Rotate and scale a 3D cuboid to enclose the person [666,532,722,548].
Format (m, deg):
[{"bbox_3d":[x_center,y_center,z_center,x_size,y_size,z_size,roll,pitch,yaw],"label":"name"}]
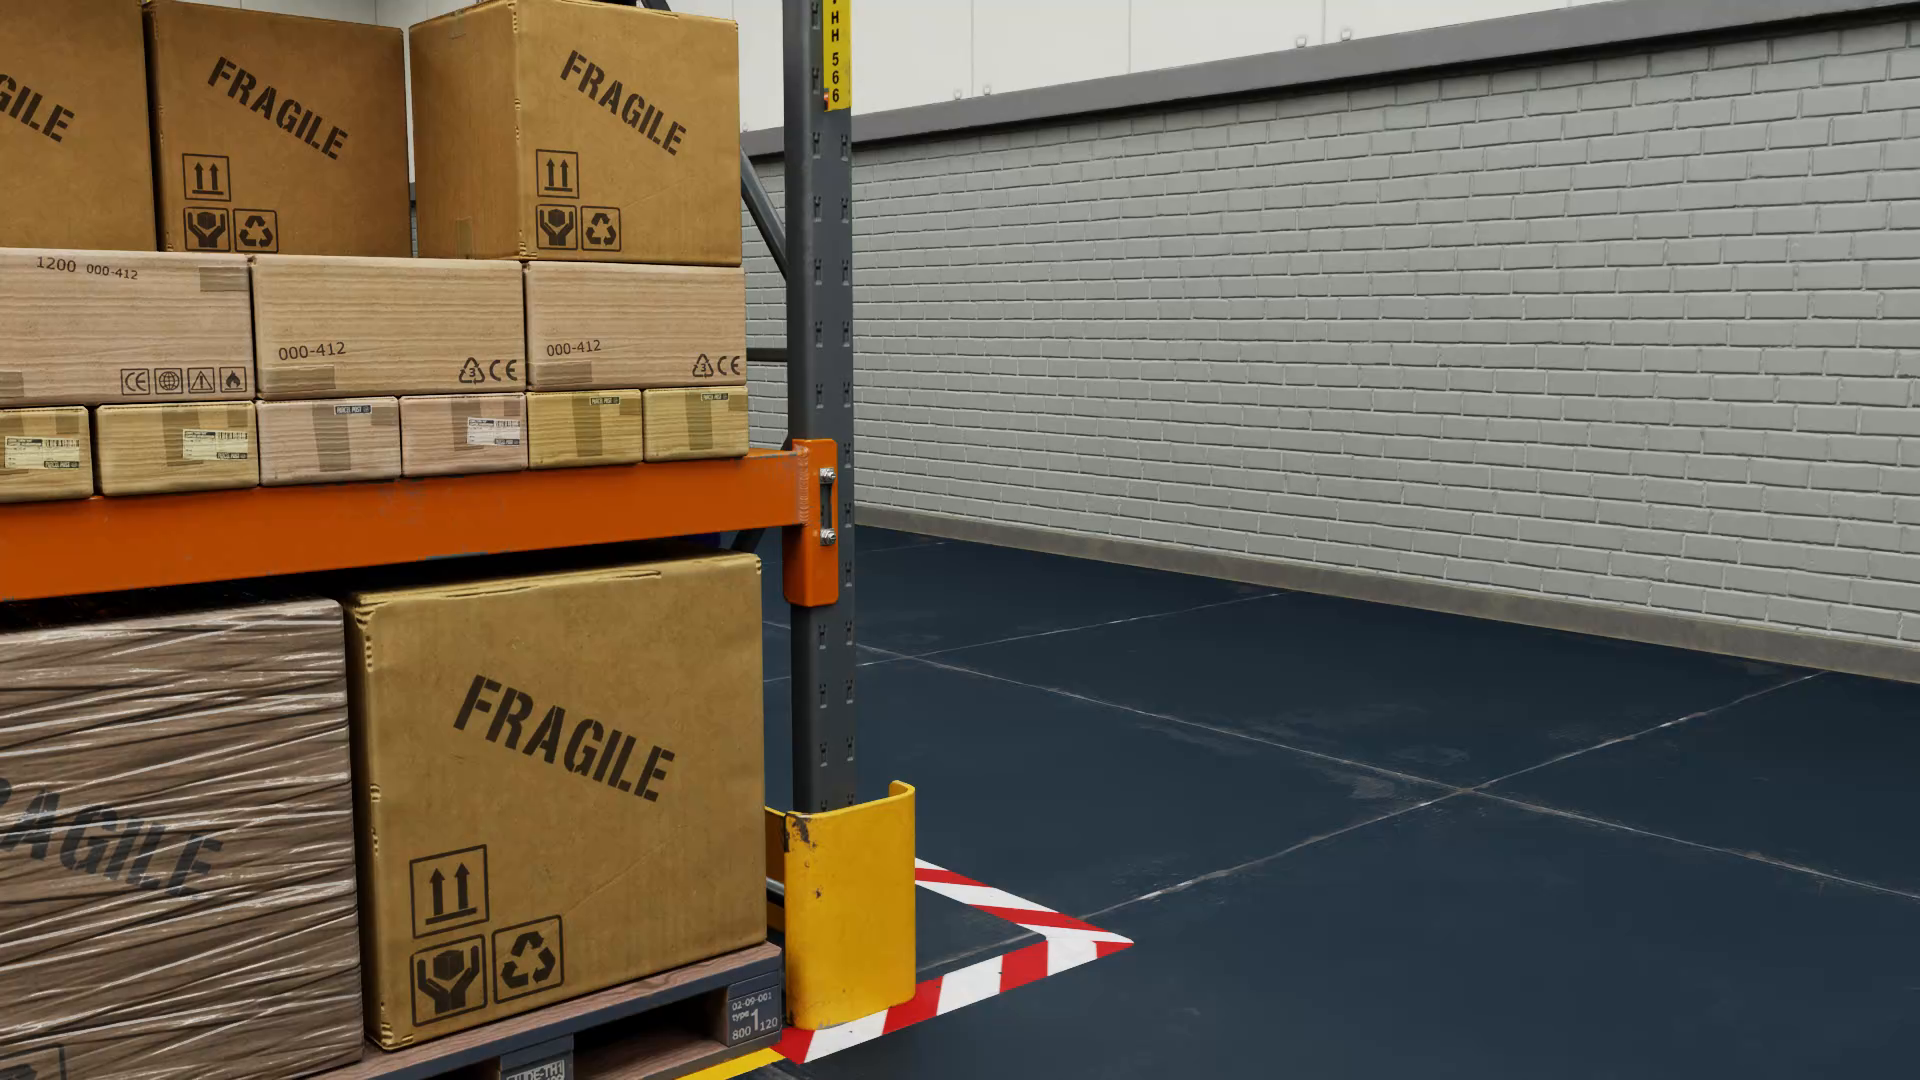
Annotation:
[{"bbox_3d":[-1.175,-0.095,6.535,0.538,1.652,0.380,-6,10,-40],"label":"person"}]
